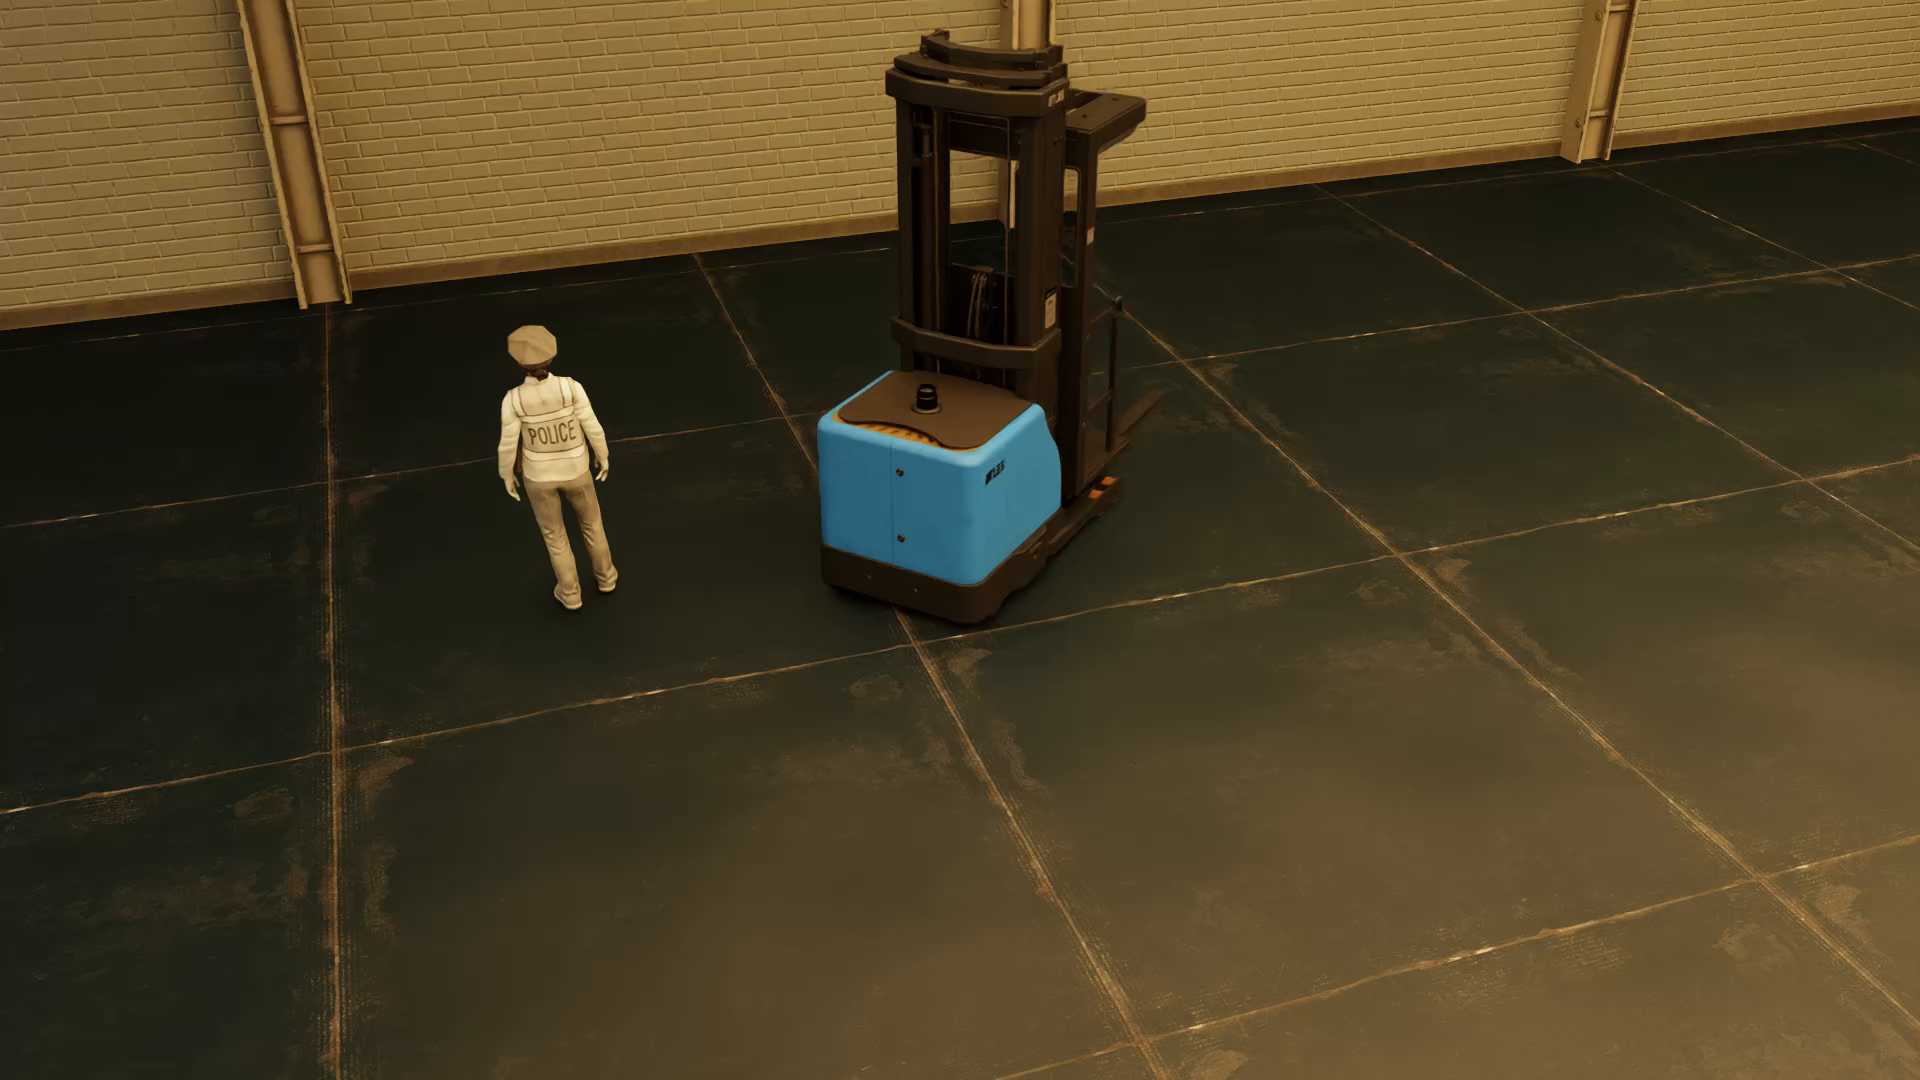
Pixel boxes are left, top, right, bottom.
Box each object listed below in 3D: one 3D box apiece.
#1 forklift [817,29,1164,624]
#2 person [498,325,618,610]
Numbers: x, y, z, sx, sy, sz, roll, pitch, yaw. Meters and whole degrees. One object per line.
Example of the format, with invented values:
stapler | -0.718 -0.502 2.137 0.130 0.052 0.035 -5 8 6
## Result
forklift | 0.366 -1.517 9.724 1.130 2.935 3.031 16 33 25
person | -2.200 -0.400 9.010 0.583 1.696 0.530 -10 31 -17
